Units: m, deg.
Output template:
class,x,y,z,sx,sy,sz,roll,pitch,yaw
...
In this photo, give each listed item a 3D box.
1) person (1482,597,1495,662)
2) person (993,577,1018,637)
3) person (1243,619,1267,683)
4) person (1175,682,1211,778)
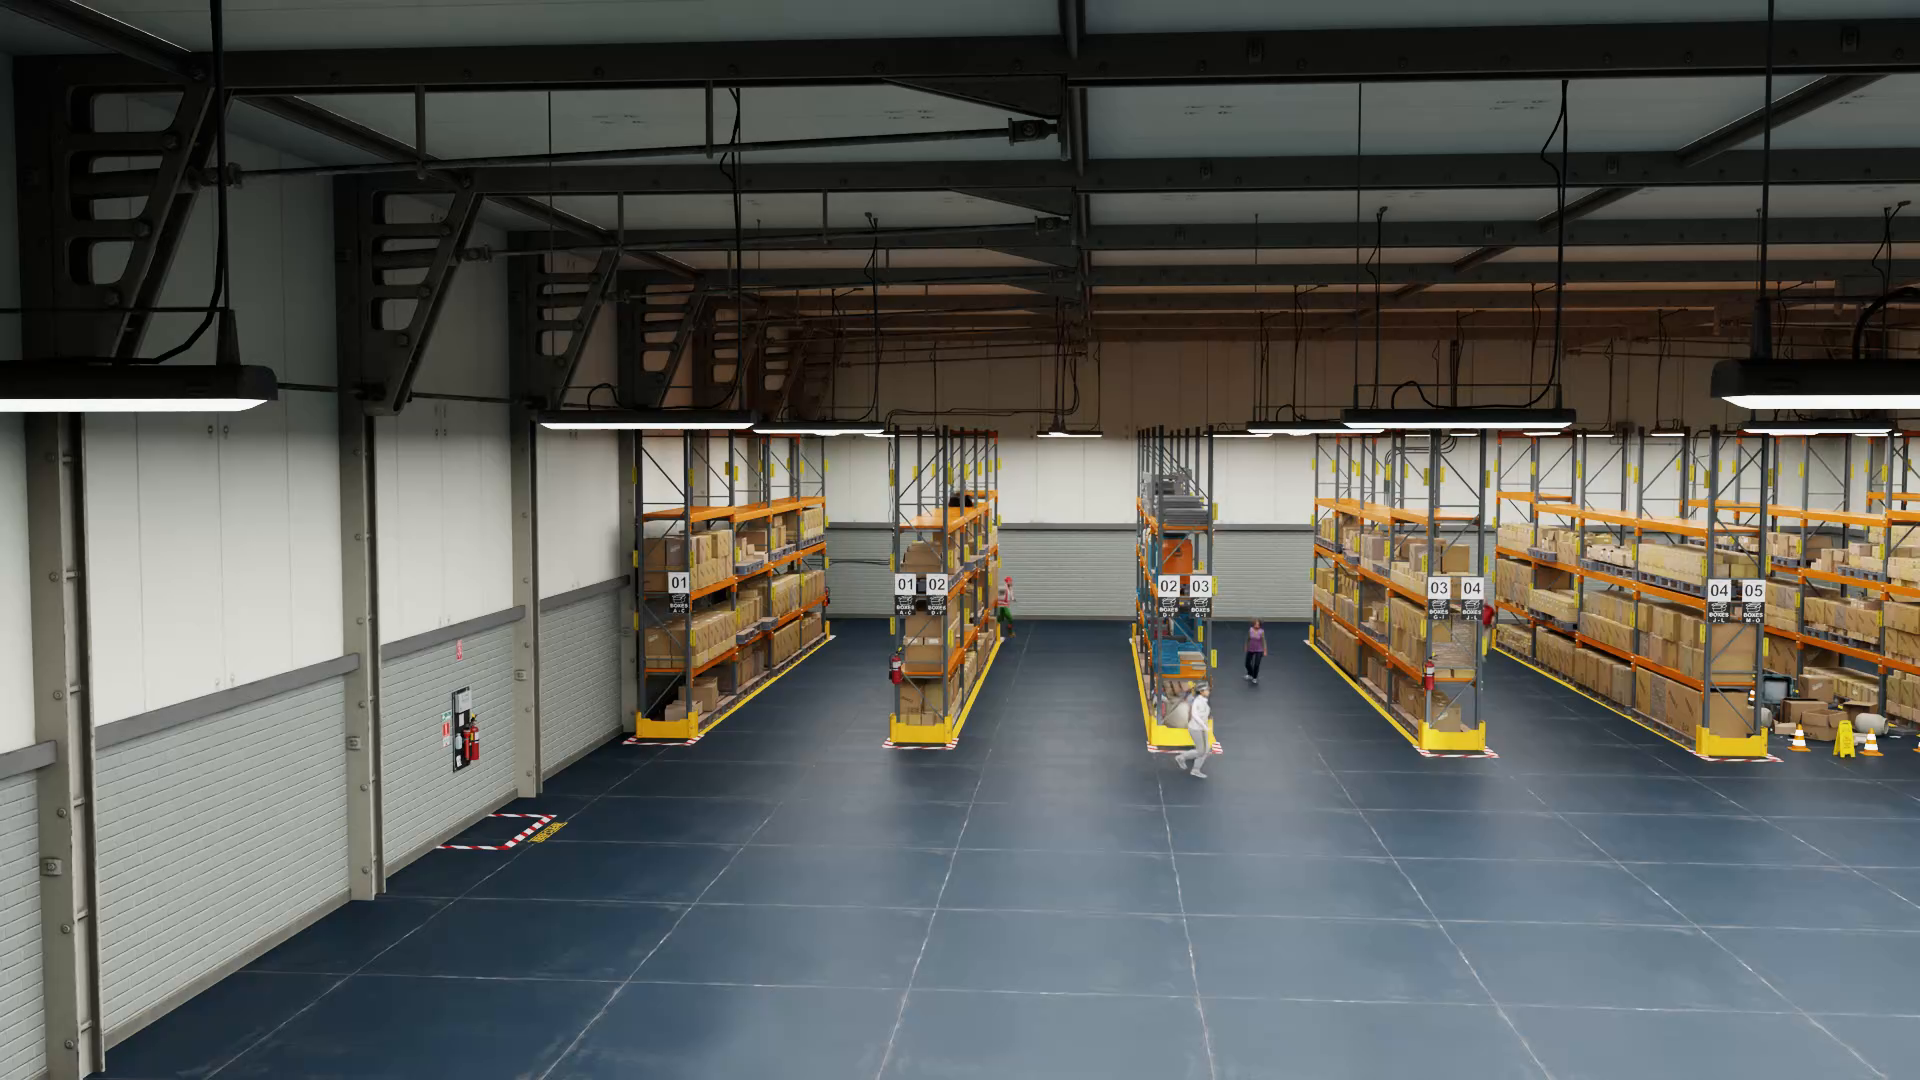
class,x,y,z,sx,sy,sz,roll,pitch,yaw
person,13.566,2.306,43.190,0.674,1.686,0.637,0,3,-7
person,1.242,1.941,48.422,0.918,1.773,0.659,2,4,24
person,6.957,2.601,39.198,0.675,1.526,0.555,2,4,27
person,3.970,3.214,28.310,0.601,1.642,0.603,2,4,24
